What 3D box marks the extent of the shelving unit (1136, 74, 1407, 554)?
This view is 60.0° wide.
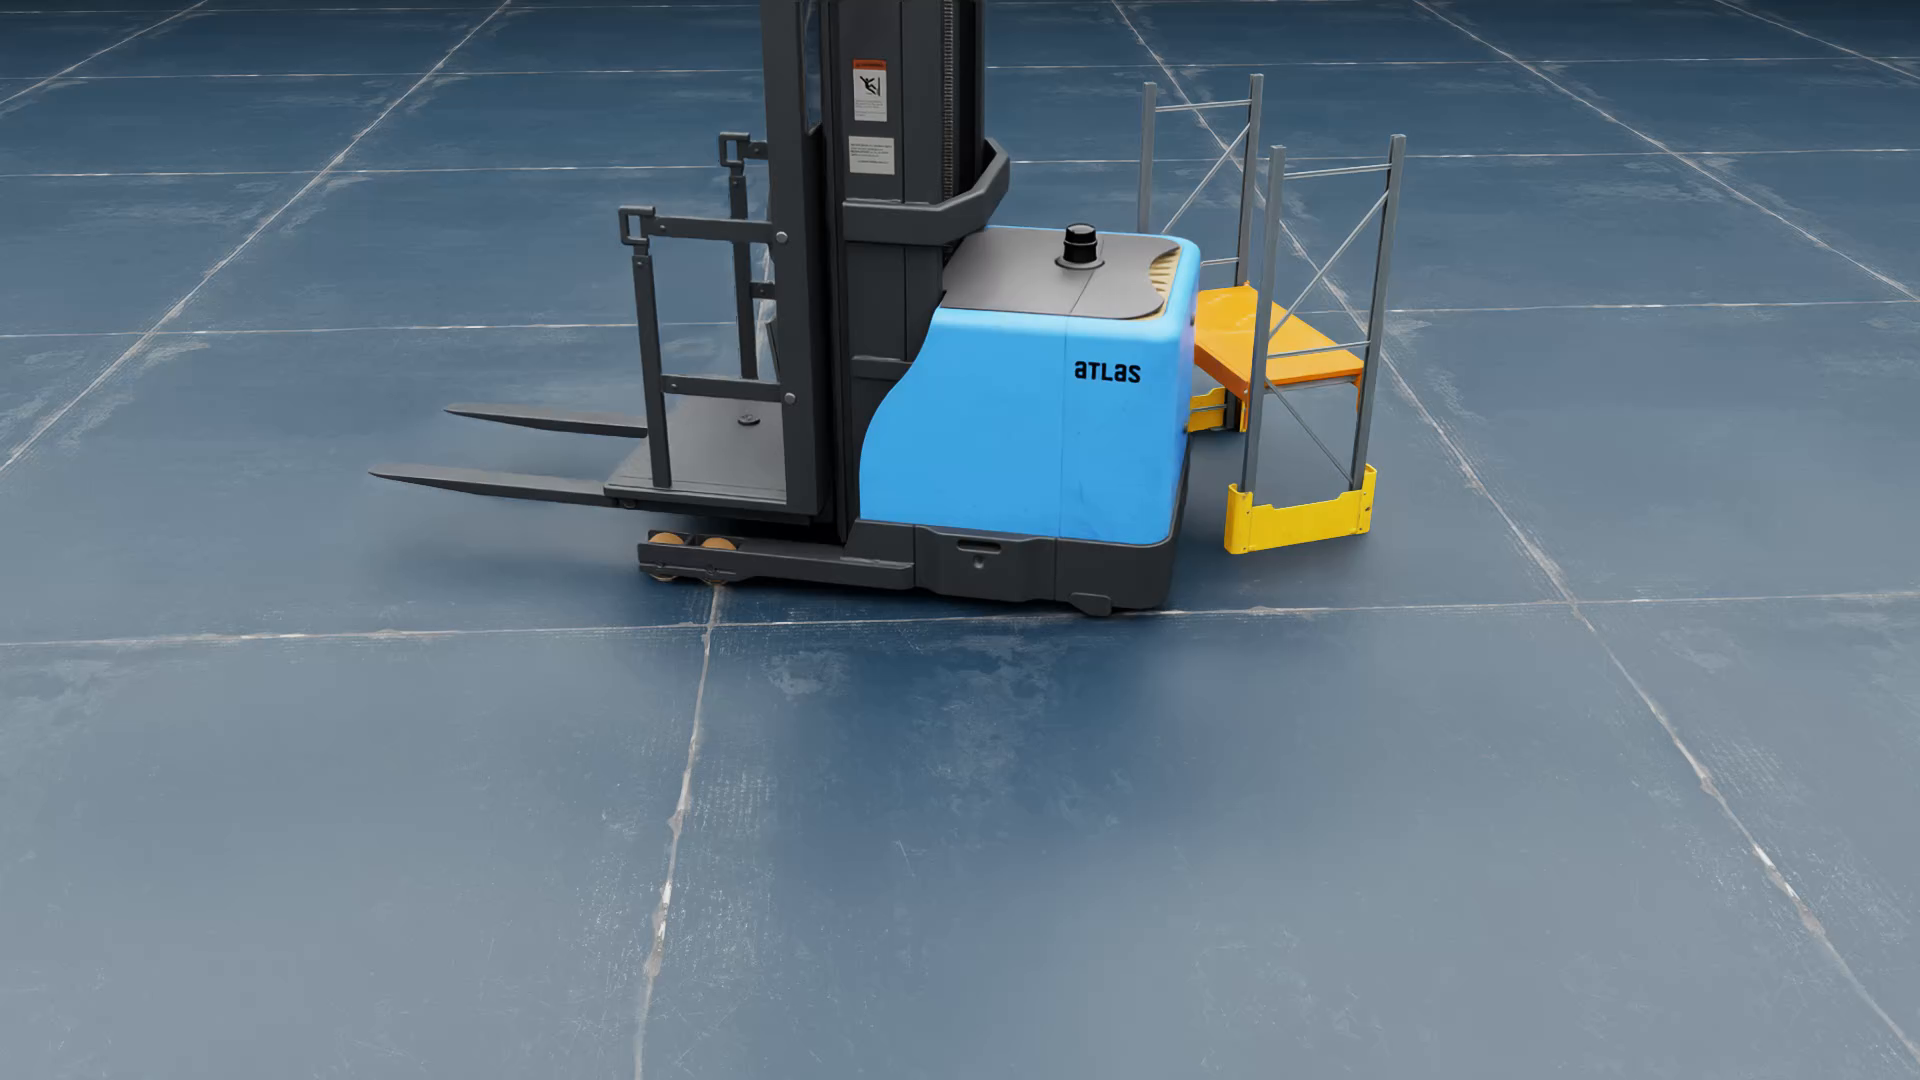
[{"bbox_3d":[1.109,-0.889,6.333,0.587,1.500,1.083,-9,29,-17],"label":"shelving unit"}]

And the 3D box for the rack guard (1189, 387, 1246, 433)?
[{"bbox_3d":[0.949,-0.553,7.040,0.587,0.250,0.087,-9,29,-17],"label":"rack guard"}]

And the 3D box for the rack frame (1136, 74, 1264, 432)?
[{"bbox_3d":[0.943,-1.116,6.768,0.500,1.500,0.032,-9,29,-17],"label":"rack frame"}]

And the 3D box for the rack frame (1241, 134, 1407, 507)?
[{"bbox_3d":[1.270,-0.671,5.914,0.500,1.500,0.032,-9,29,-17],"label":"rack frame"}]

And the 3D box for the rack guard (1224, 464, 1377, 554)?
[{"bbox_3d":[1.270,-0.117,6.204,0.587,0.250,0.087,-9,29,-17],"label":"rack guard"}]

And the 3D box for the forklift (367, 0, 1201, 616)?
[{"bbox_3d":[-0.685,-1.370,5.707,3.031,2.935,1.130,5,28,10],"label":"forklift"}]

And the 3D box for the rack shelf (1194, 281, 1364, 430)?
[{"bbox_3d":[1.107,-0.734,6.424,0.538,0.185,1.000,-9,29,-17],"label":"rack shelf"}]
